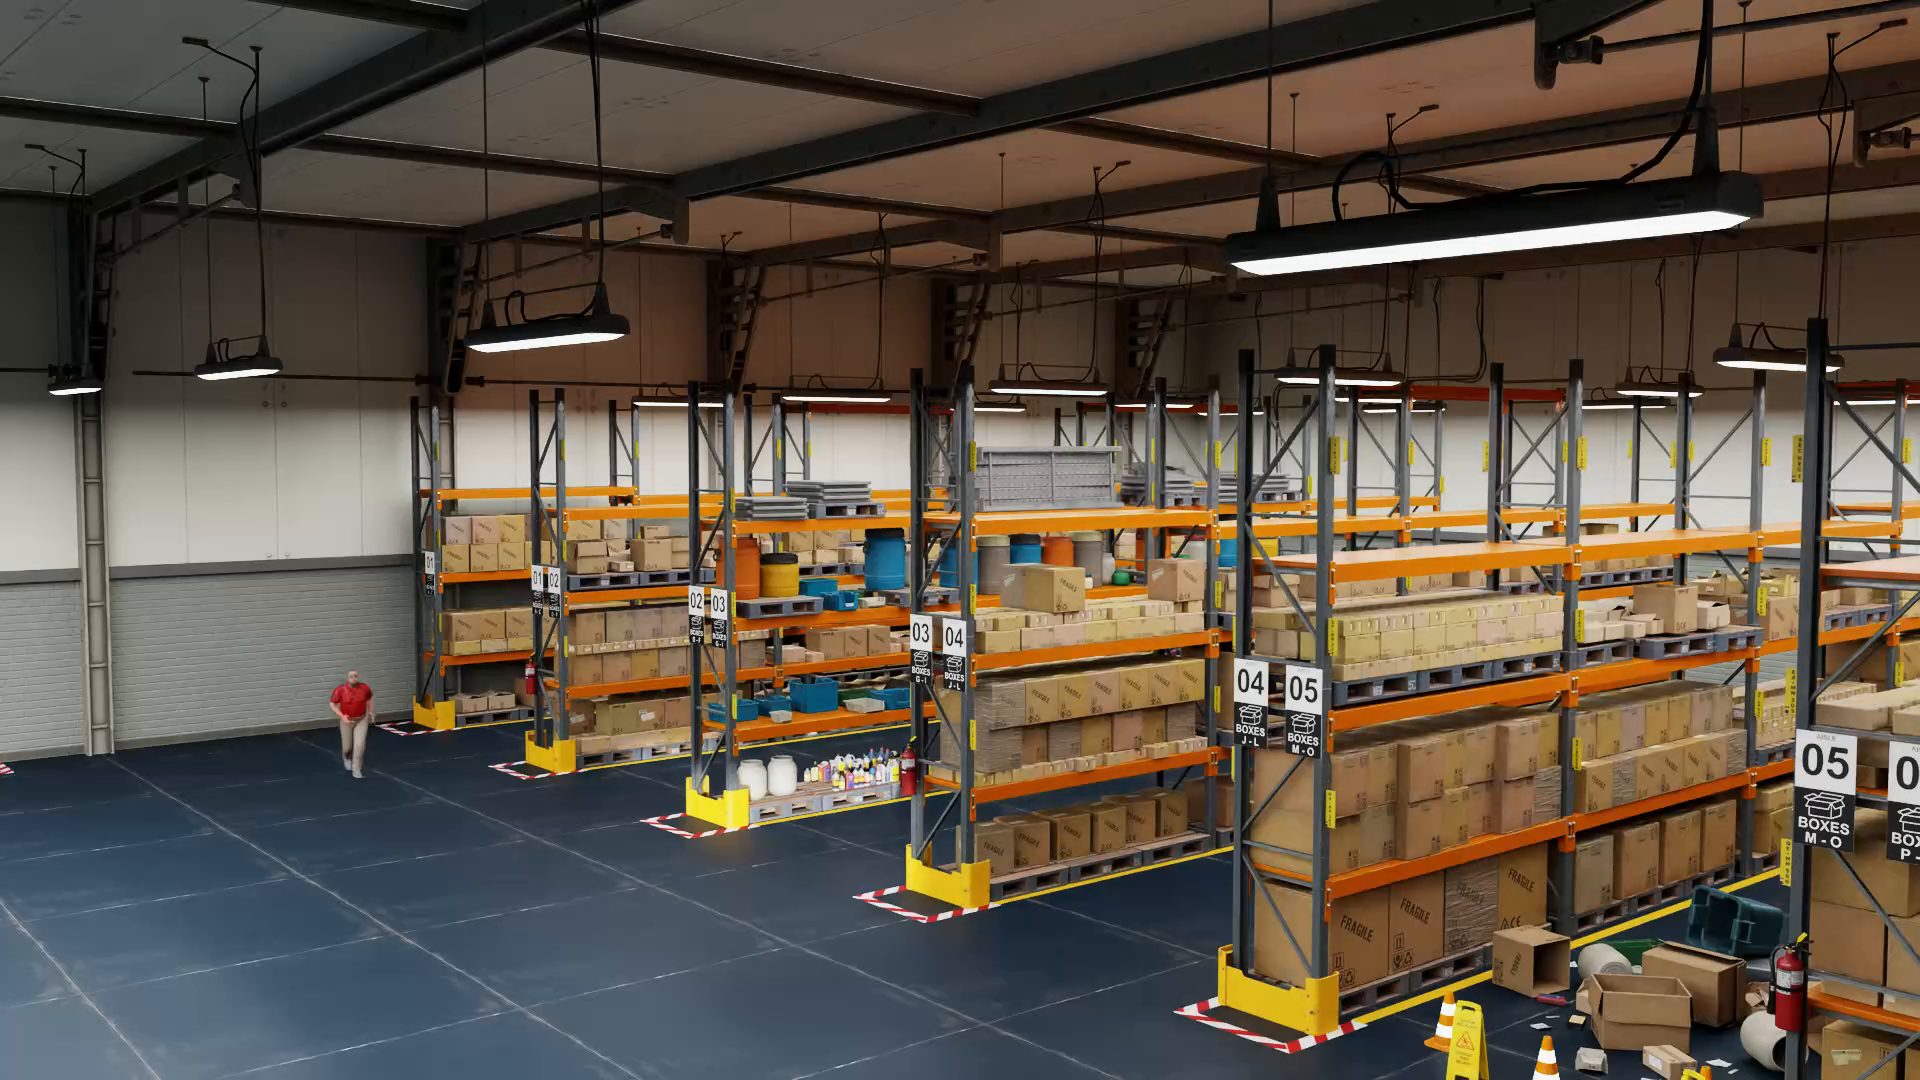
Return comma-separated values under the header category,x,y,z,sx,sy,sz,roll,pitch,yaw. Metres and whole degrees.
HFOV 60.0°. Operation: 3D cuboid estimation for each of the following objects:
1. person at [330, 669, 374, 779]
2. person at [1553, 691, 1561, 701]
category,x,y,z,sx,sy,sz,roll,pitch,yaw
person,-9.416,2.815,25.762,0.663,1.682,0.793,-2,4,-25
person,8.752,2.897,23.961,0.691,1.735,0.676,3,4,37
